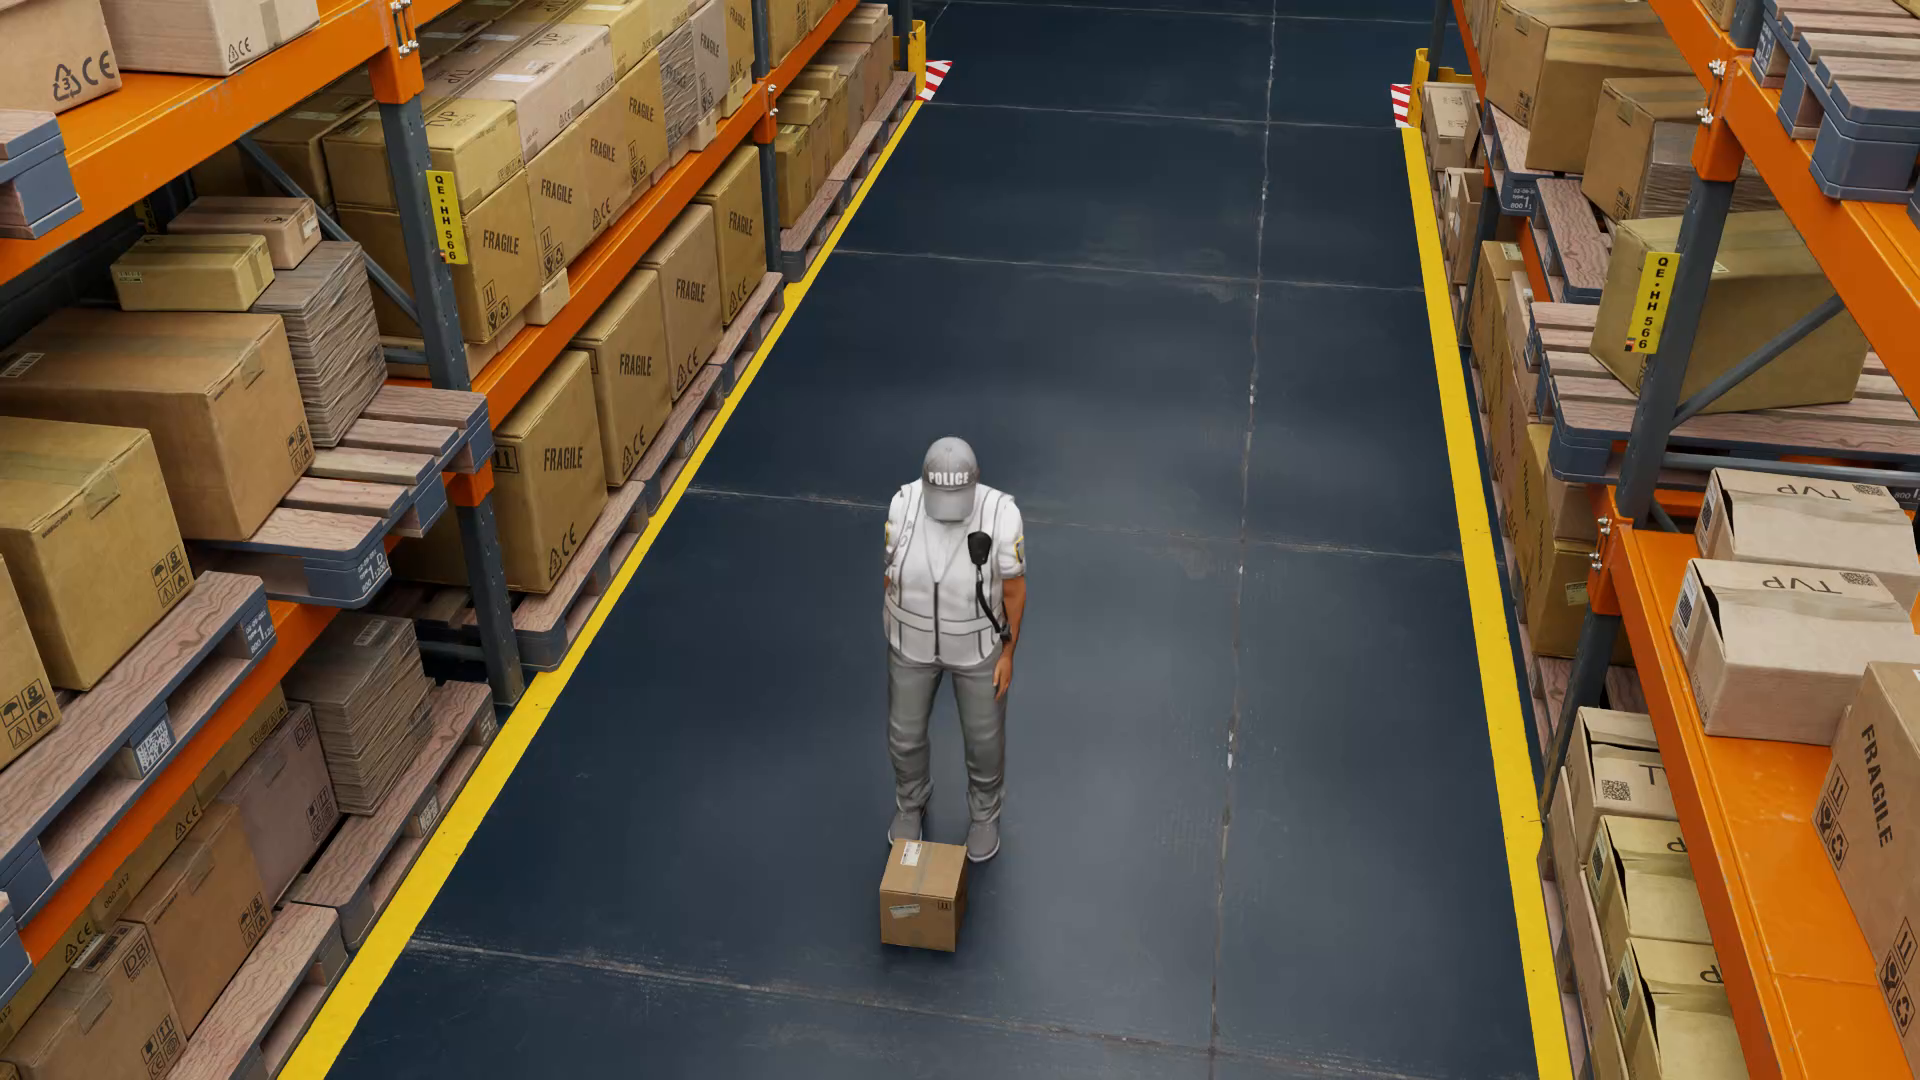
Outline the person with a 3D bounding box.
[{"bbox_3d":[-0.021,0.363,5.595,0.480,1.645,0.419,6,33,9],"label":"person"}]
